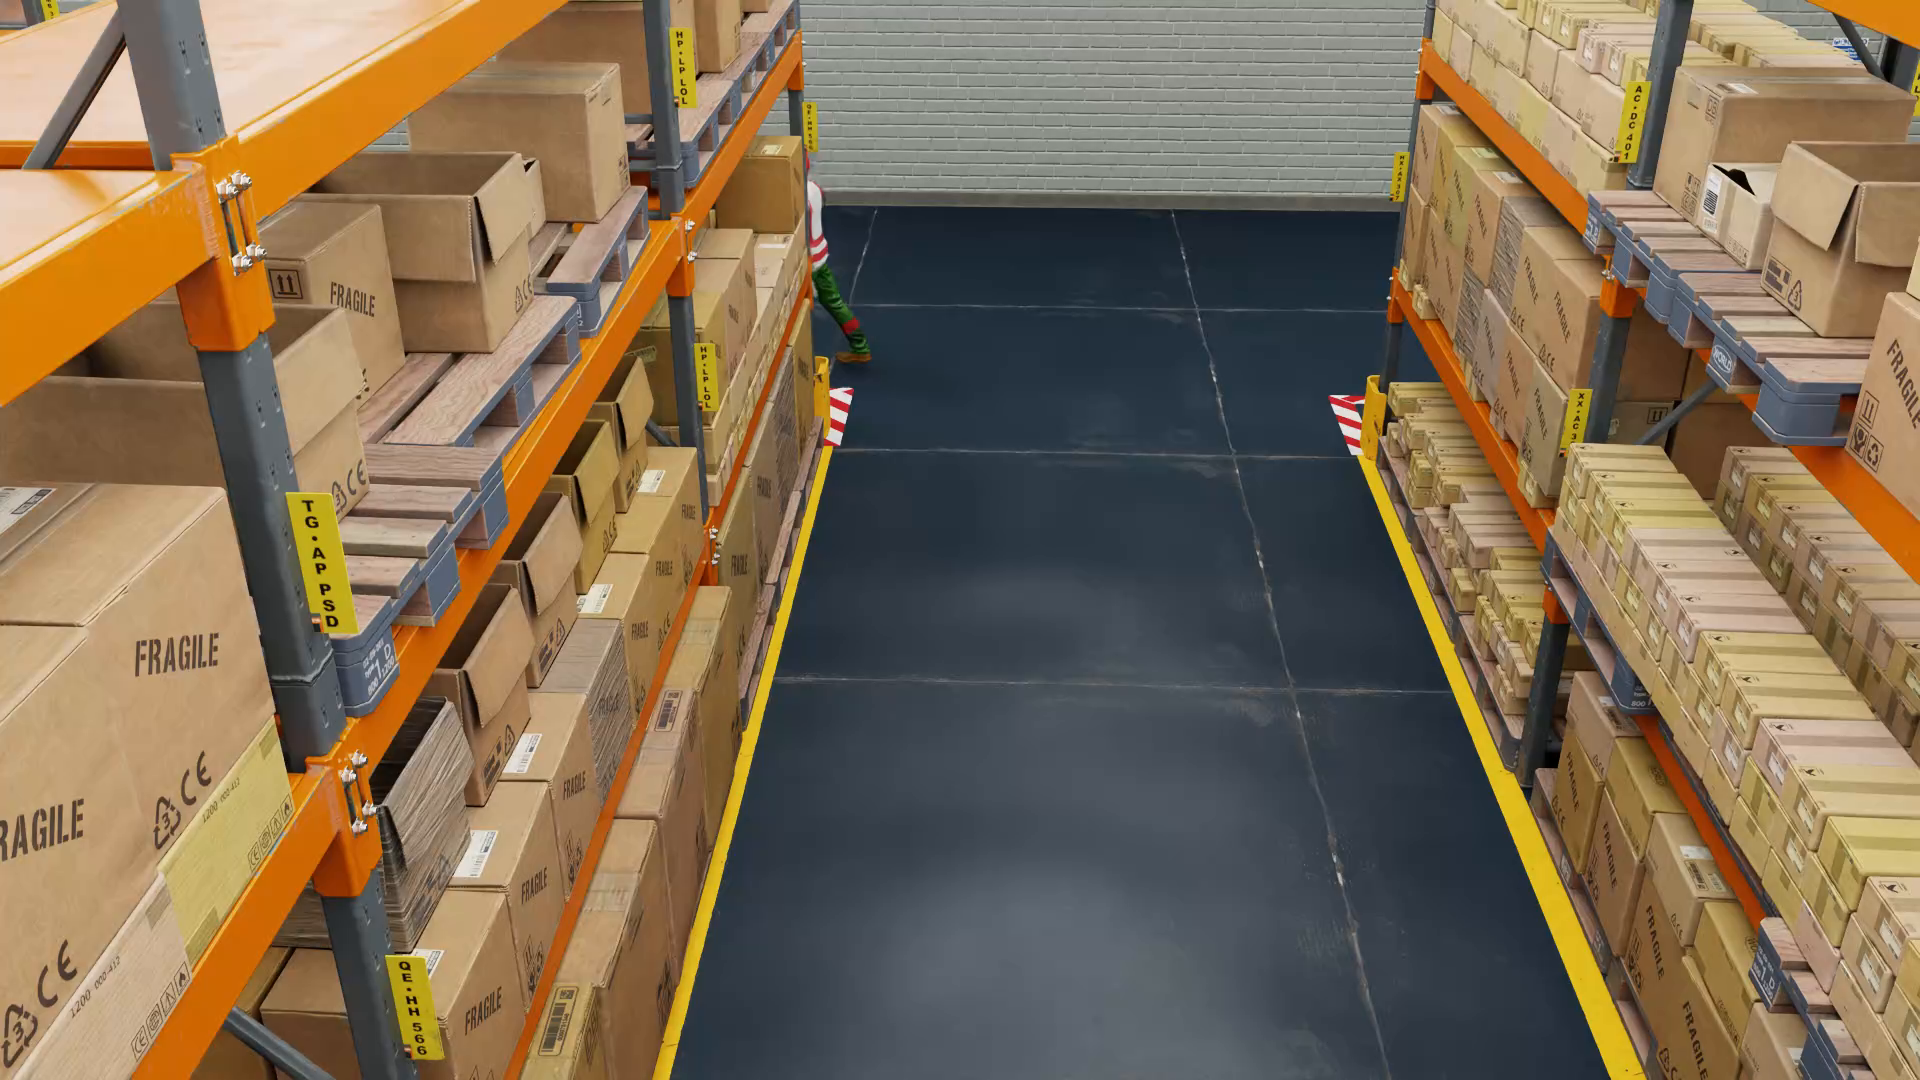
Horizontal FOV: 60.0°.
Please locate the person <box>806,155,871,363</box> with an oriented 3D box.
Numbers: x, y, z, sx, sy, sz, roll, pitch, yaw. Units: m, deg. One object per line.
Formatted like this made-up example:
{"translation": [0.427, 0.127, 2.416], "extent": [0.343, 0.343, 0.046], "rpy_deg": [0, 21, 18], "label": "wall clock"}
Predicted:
{"translation": [-1.235, -2.125, 12.632], "extent": [1.048, 1.737, 0.697], "rpy_deg": [7, 28, 13], "label": "person"}
